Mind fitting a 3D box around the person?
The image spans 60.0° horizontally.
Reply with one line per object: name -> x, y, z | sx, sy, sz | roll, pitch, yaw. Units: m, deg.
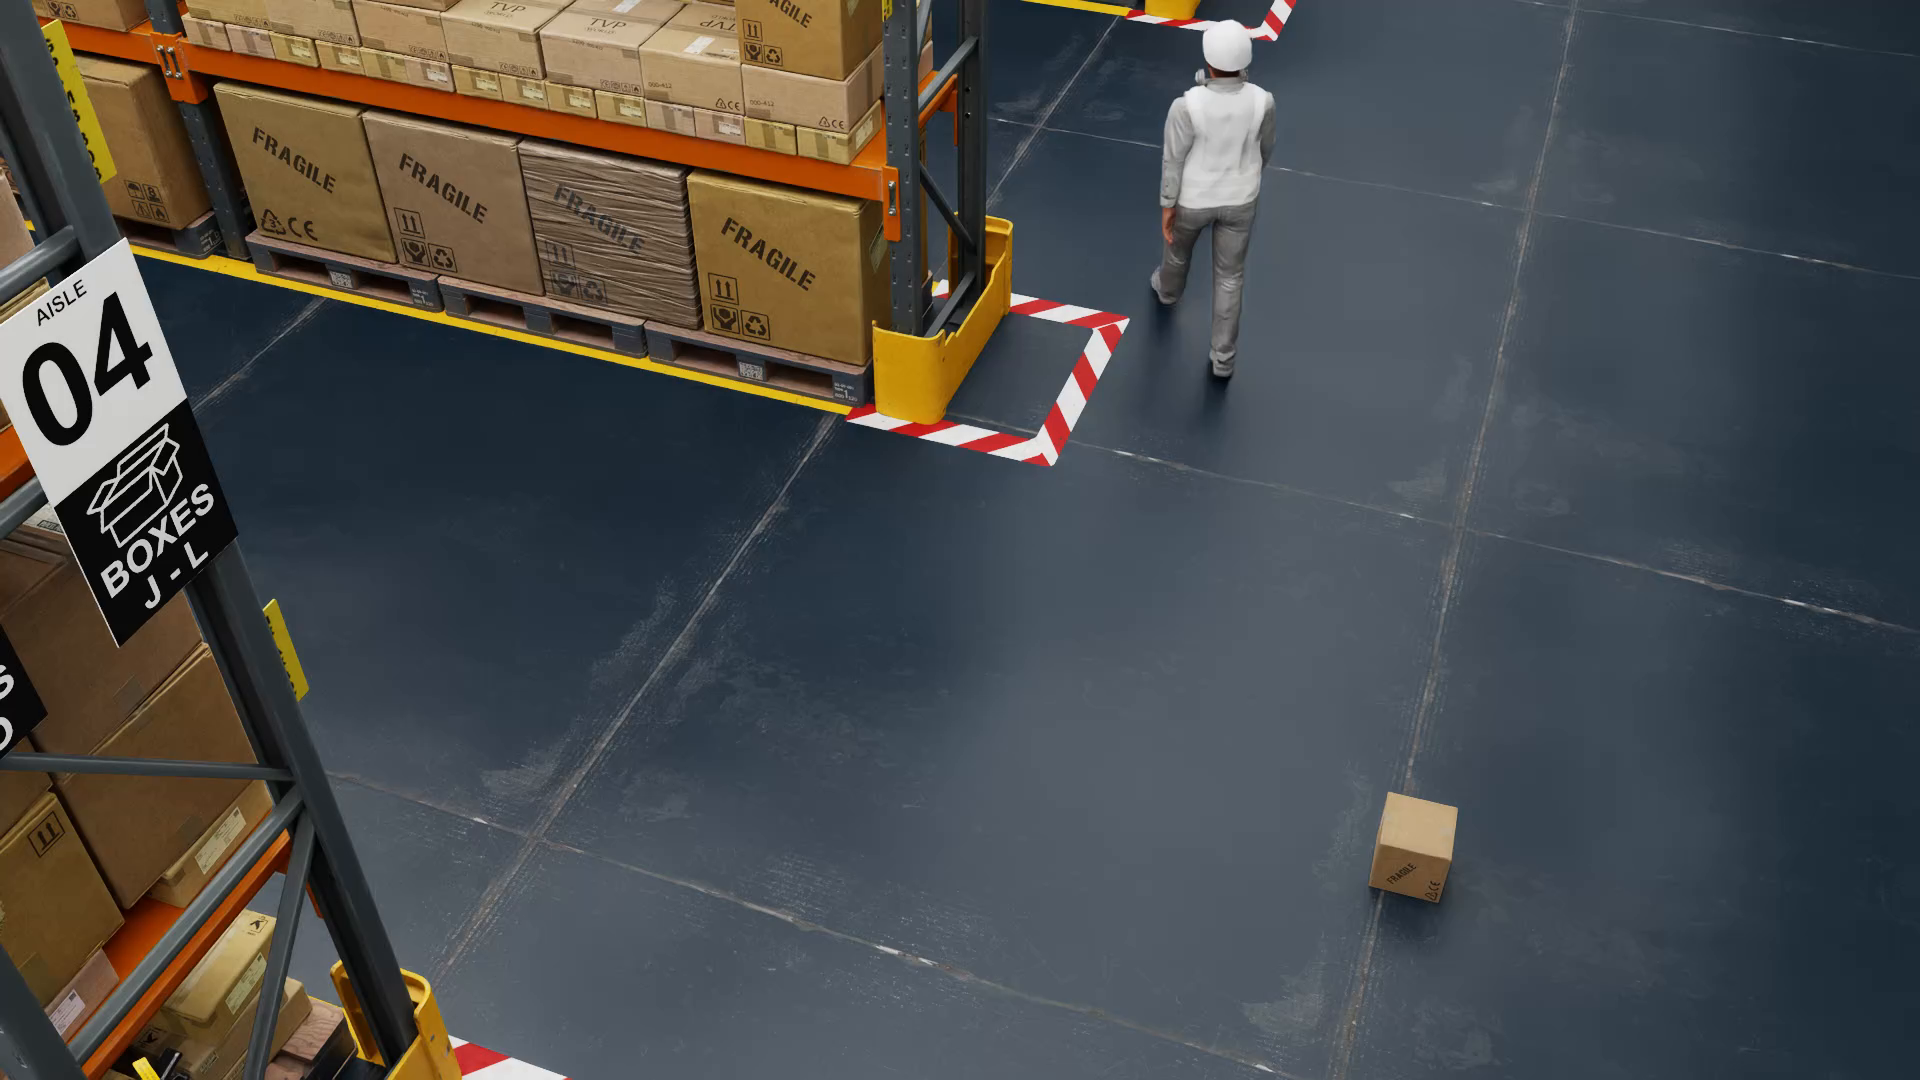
person -> 1.229, -1.761, 8.127 | 0.560, 1.715, 0.997 | -1, 41, -1
